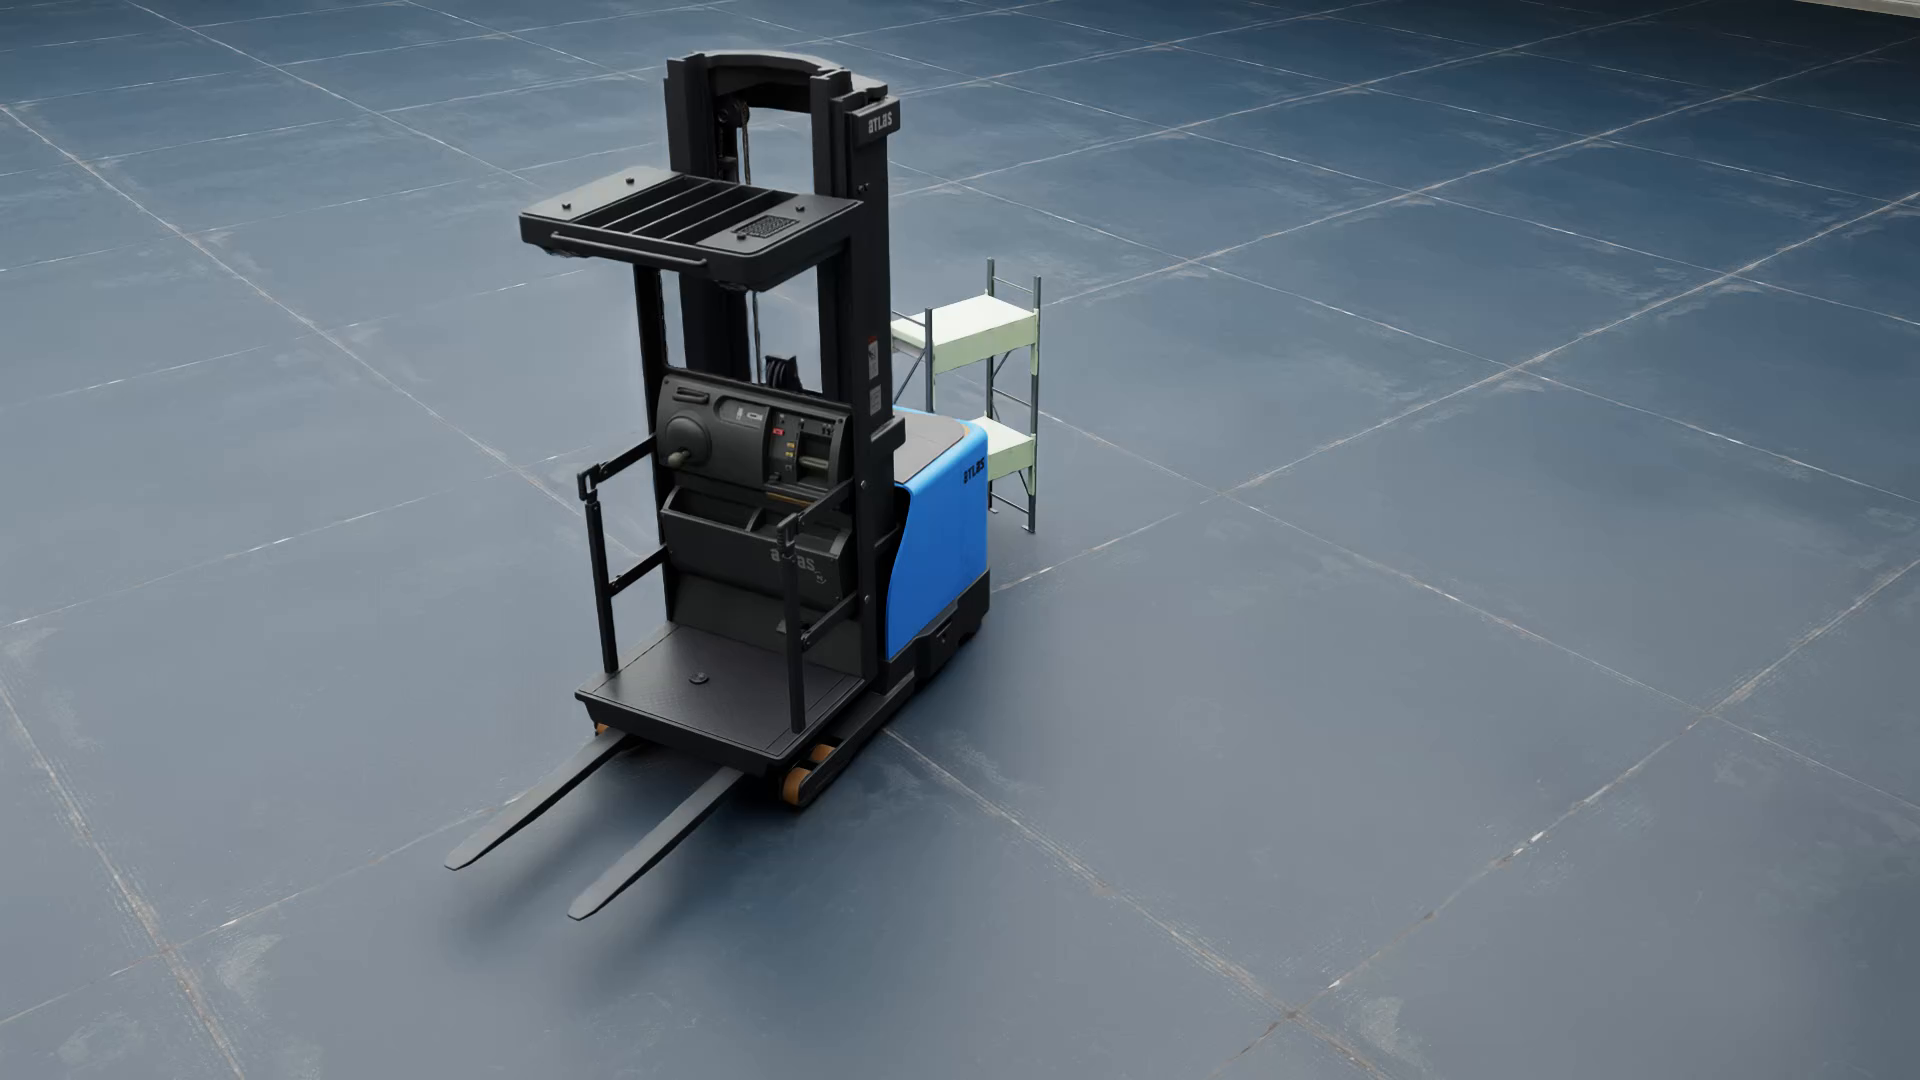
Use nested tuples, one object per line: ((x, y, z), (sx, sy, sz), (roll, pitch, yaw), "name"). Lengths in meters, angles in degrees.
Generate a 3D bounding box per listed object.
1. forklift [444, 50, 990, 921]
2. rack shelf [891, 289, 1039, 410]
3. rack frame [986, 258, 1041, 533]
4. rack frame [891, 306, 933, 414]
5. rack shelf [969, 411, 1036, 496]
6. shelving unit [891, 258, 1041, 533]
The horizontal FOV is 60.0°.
((-0.989, -0.394, 6.878), (1.130, 2.935, 3.031), (14, 31, 25), "forklift")
((0.005, -1.008, 8.716), (0.720, 0.370, 0.431), (-22, 35, -35), "rack shelf")
((0.284, -0.775, 9.110), (0.023, 1.500, 0.400), (-22, 35, -35), "rack frame")
((-0.273, -0.552, 8.691), (0.023, 1.500, 0.400), (-22, 35, -35), "rack frame")
((0.005, -0.376, 9.054), (0.720, 0.370, 0.431), (-22, 35, -35), "rack shelf")
((0.005, -0.664, 8.900), (0.755, 1.500, 0.431), (-22, 35, -35), "shelving unit")
